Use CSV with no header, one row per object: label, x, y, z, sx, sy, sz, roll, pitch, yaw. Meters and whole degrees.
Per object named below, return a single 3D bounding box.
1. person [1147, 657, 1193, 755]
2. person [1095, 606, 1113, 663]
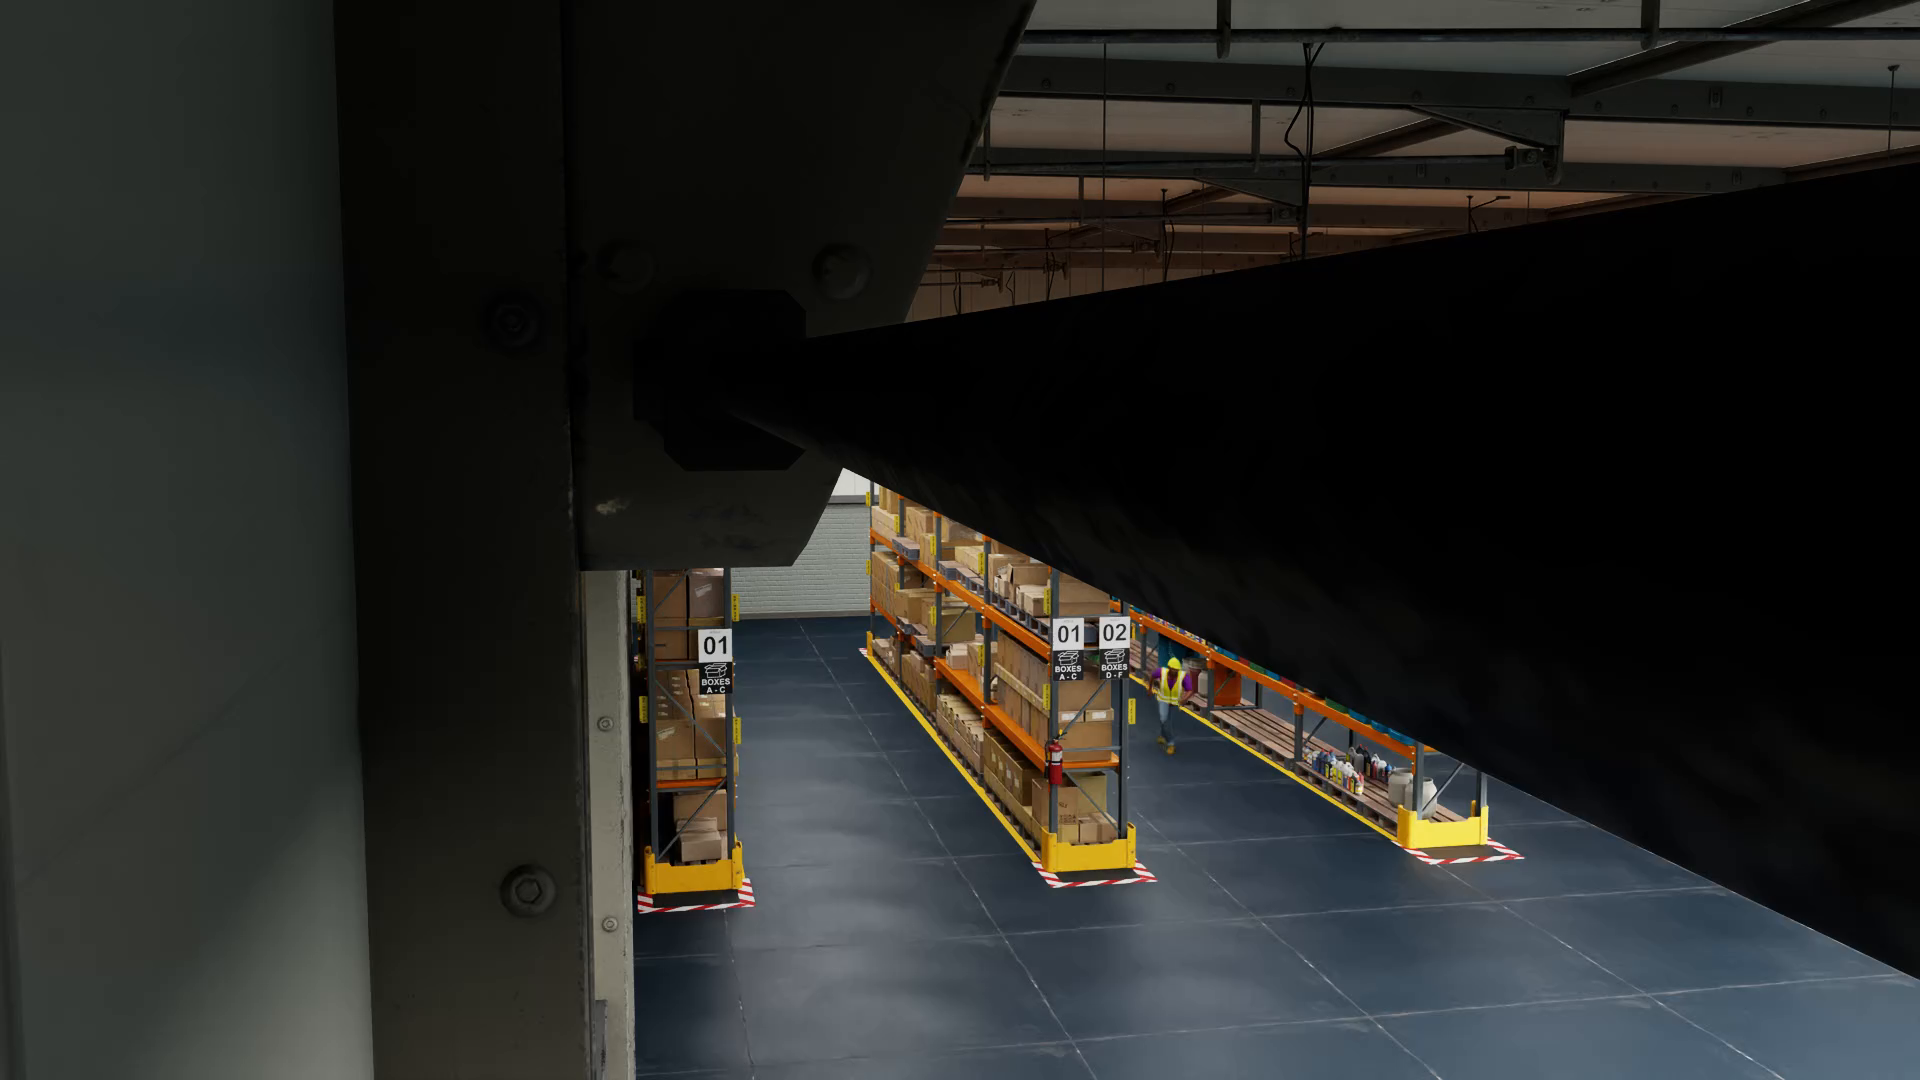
person,3.444,2.662,27.365,0.716,1.593,1.078,0,6,0
person,2.805,2.125,31.894,0.676,1.807,0.655,0,6,-4
